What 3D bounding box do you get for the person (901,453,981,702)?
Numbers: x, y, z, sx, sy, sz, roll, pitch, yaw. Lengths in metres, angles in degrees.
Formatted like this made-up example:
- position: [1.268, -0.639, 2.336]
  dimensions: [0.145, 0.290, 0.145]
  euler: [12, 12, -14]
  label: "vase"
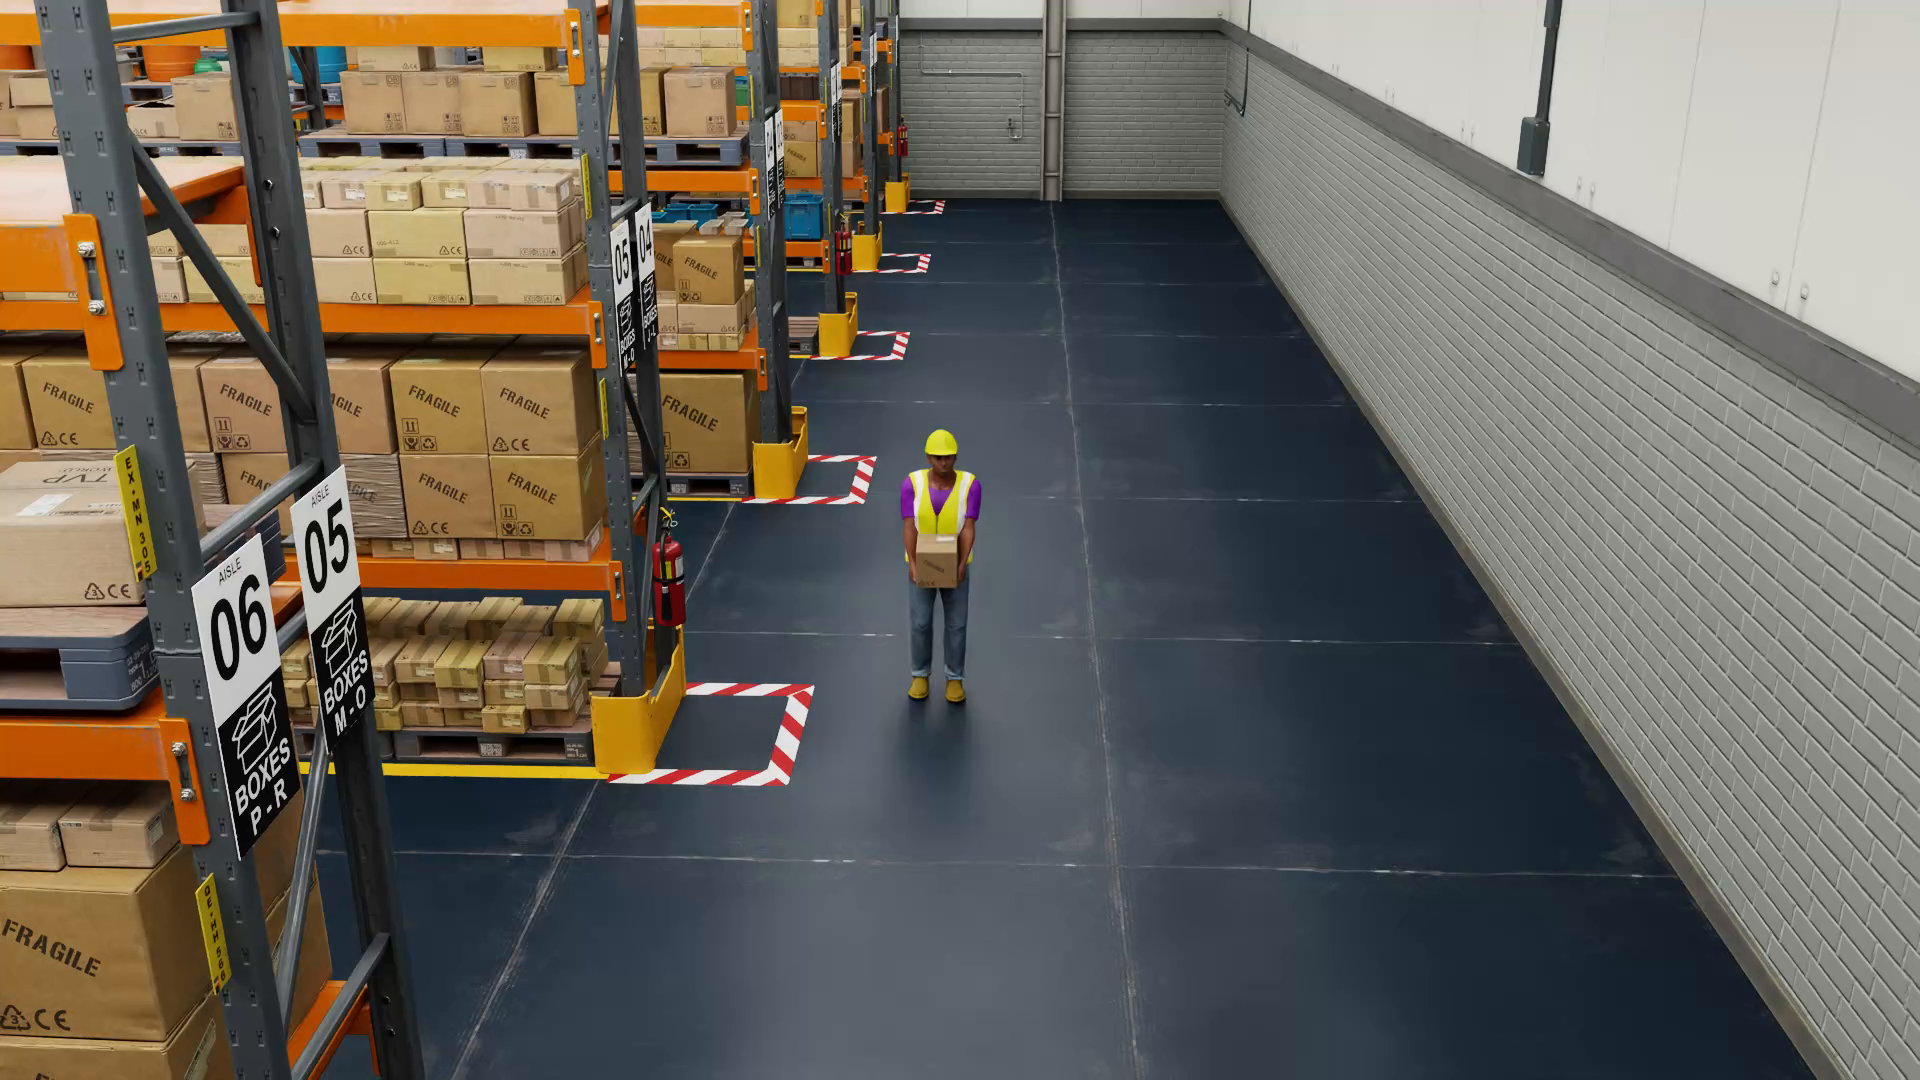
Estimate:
- position: [-0.124, 0.207, 10.550]
  dimensions: [0.505, 1.726, 0.555]
  euler: [1, 21, 1]
  label: "person"
